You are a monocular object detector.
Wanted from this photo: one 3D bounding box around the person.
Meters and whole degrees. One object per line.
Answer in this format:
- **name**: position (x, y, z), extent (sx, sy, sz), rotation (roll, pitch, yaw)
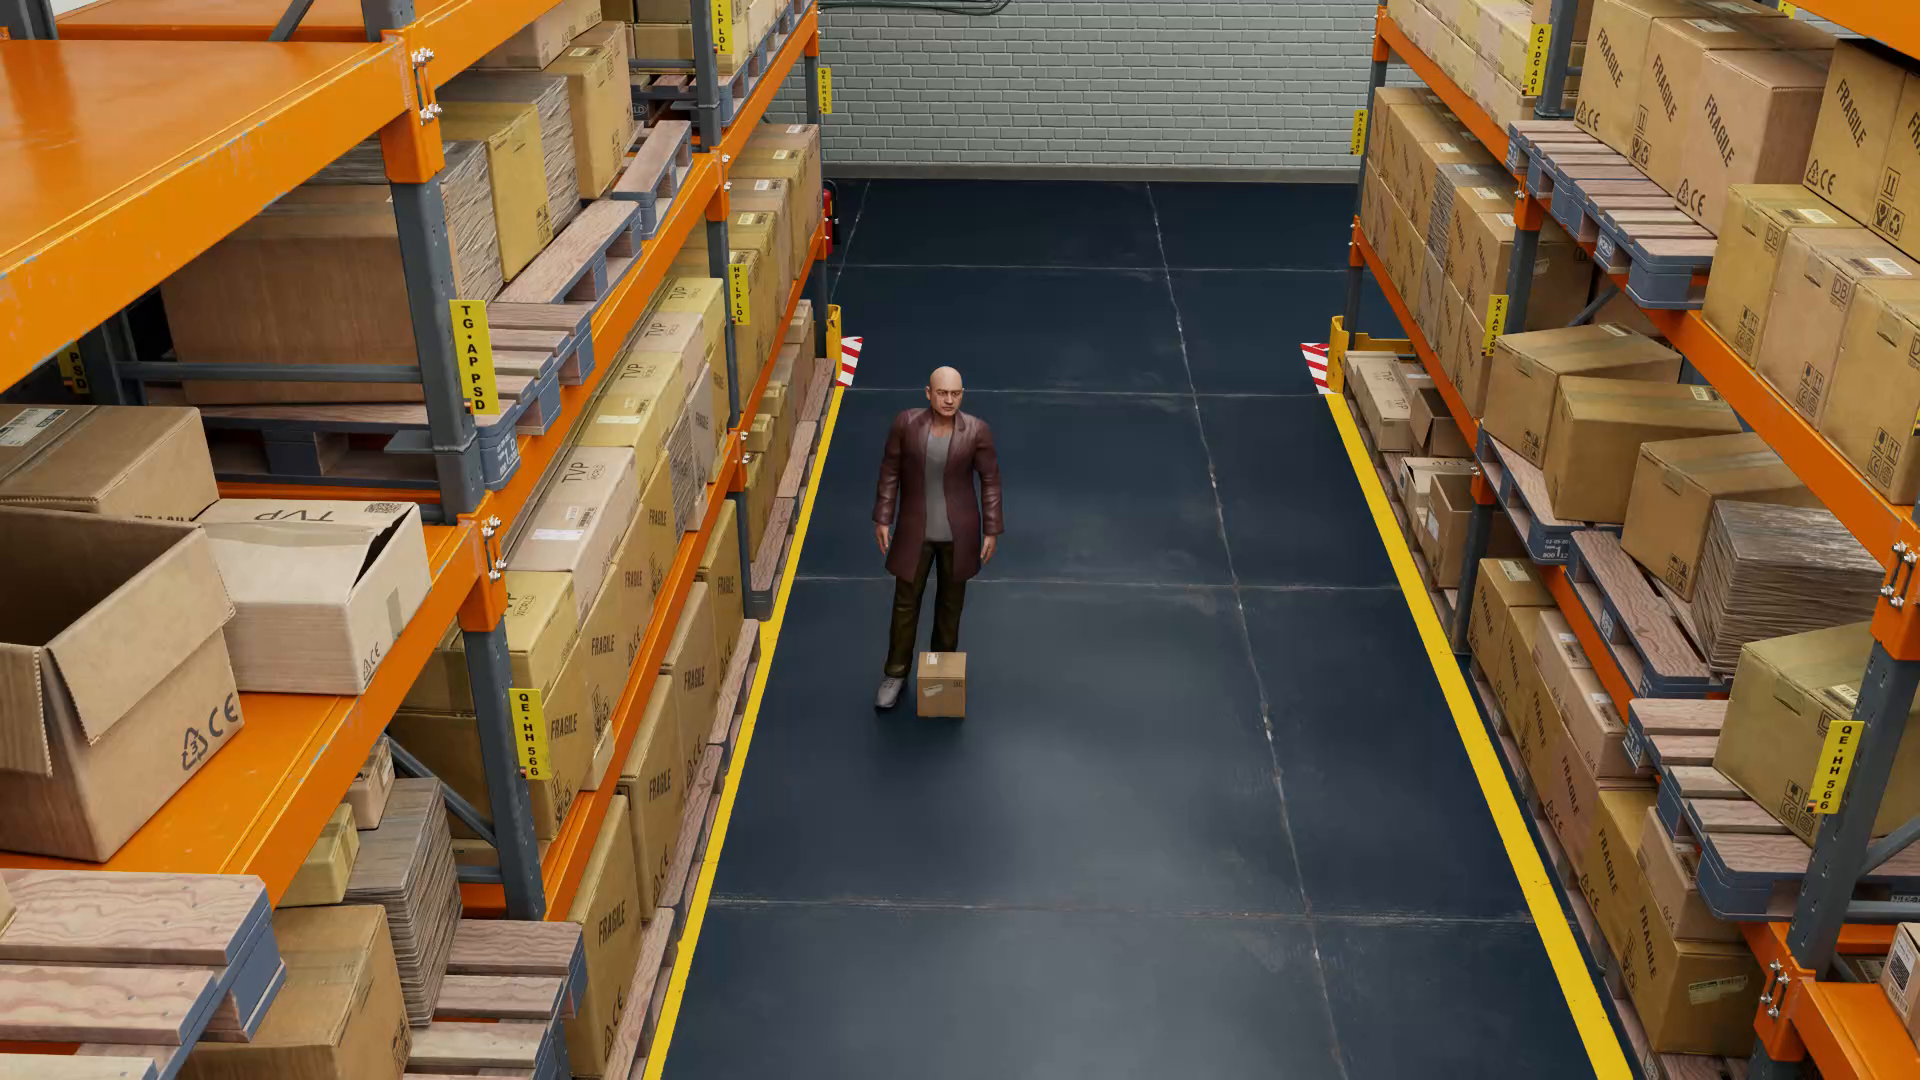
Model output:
- **person**: position (-0.119, -0.004, 8.624), extent (0.694, 1.776, 0.582), rotation (1, 28, 2)
